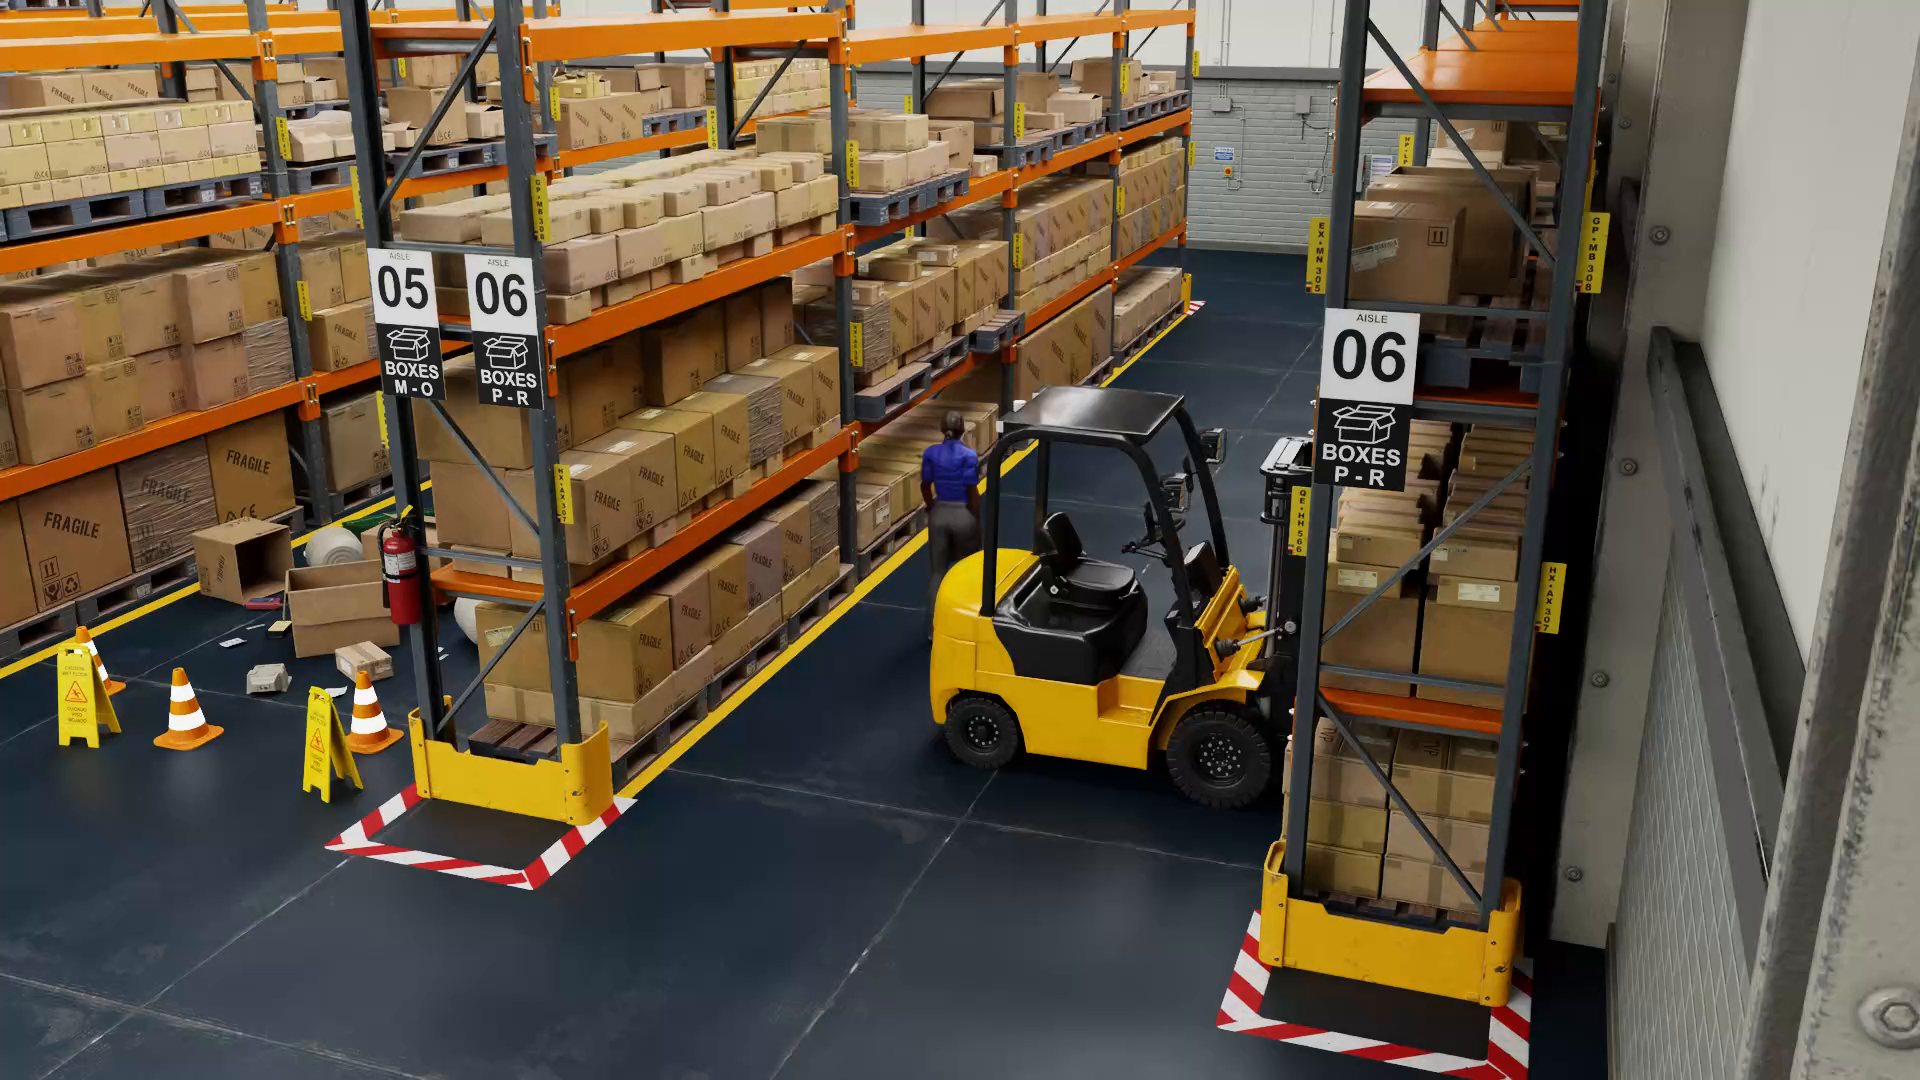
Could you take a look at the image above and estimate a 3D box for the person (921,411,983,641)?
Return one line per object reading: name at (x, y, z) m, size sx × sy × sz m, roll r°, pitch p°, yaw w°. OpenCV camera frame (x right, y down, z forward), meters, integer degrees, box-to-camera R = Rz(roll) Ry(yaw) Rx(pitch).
person at (-0.040, -0.155, 12.019) m, size 0.470 × 1.626 × 0.852 m, roll 6°, pitch 20°, yaw 17°
